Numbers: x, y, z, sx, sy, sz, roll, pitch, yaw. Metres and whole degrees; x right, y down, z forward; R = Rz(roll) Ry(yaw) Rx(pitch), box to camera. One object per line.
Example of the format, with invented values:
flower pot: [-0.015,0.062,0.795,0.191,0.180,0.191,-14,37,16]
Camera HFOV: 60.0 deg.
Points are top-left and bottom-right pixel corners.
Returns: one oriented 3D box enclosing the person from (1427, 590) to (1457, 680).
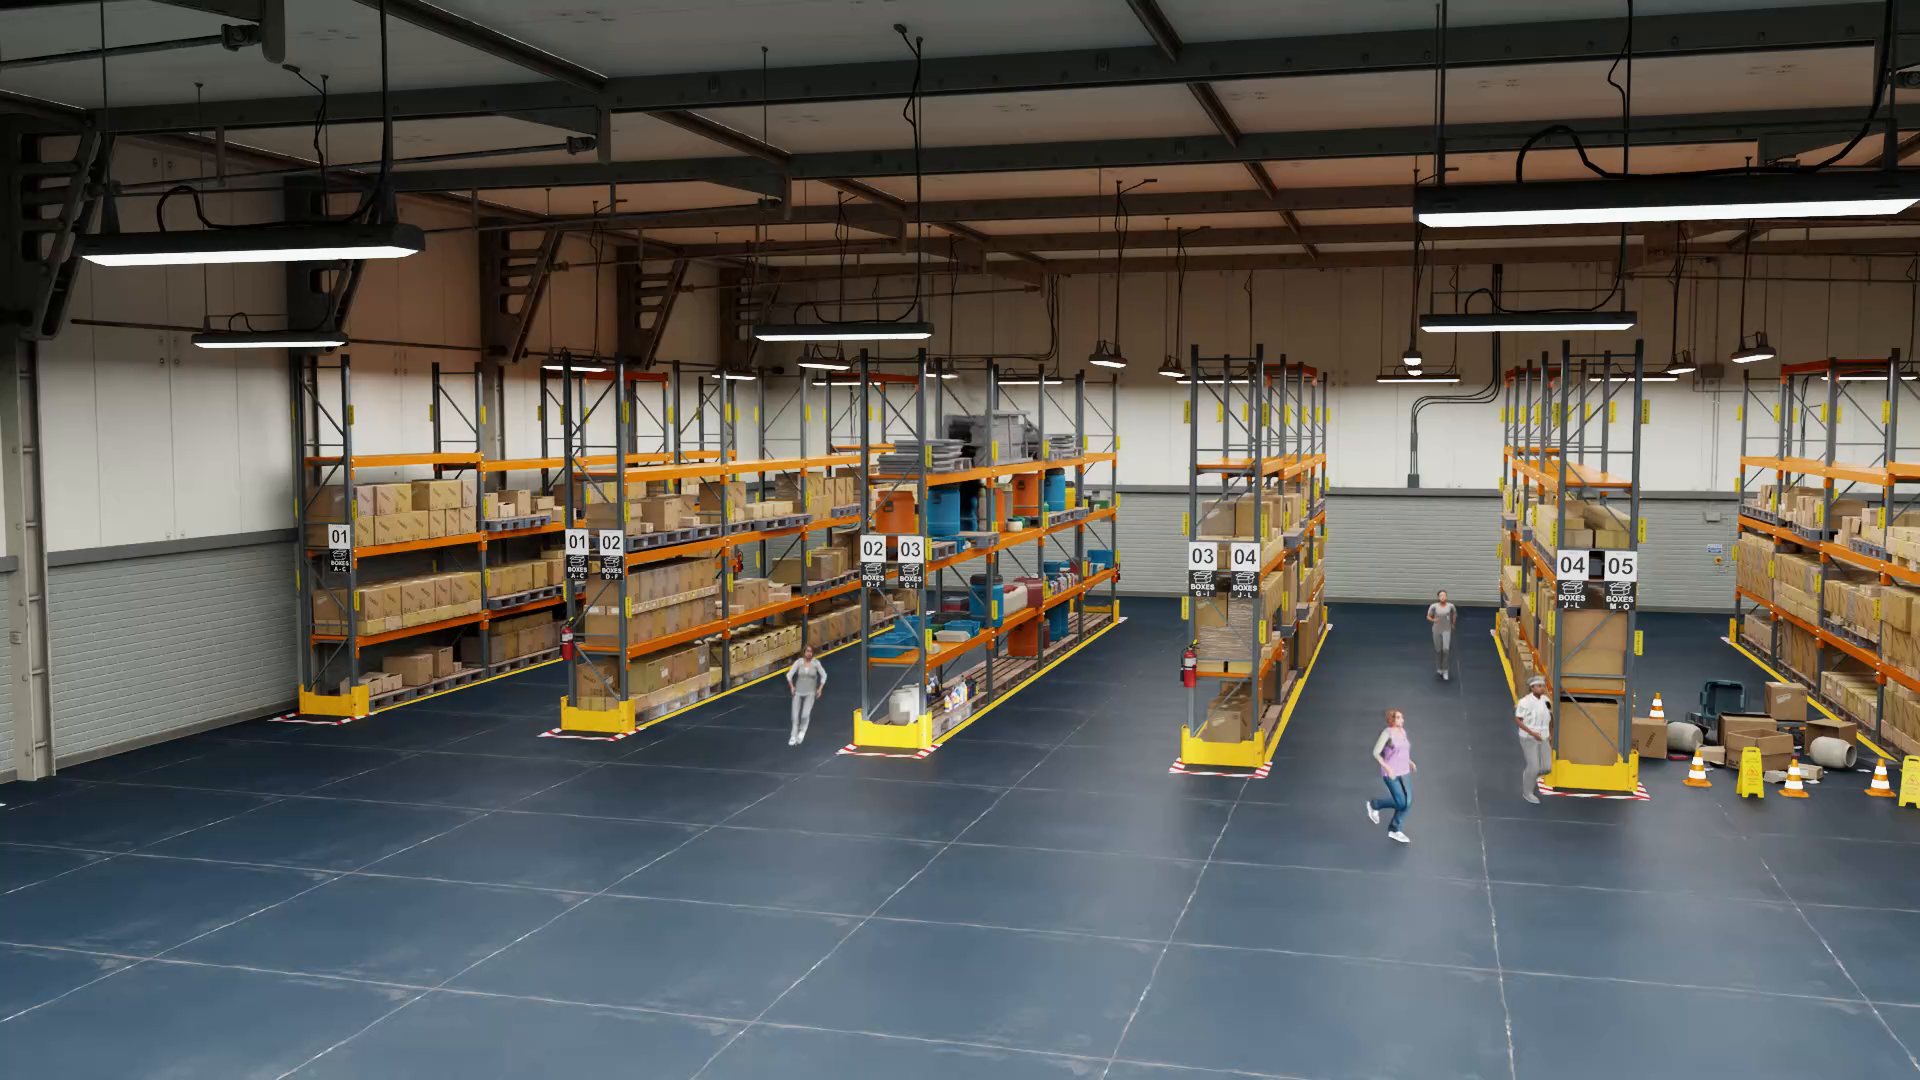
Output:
person: [9.188,1.800,31.739,0.555,1.725,0.761,1,5,18]

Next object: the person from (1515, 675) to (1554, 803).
person: [7.484,2.568,21.597,0.611,1.664,0.565,-1,5,-18]

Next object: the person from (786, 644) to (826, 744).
person: [-2.337,2.342,25.148,0.600,1.544,0.542,0,4,2]

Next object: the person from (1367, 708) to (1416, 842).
person: [5.113,2.763,19.700,0.547,1.557,0.552,-3,5,-36]
